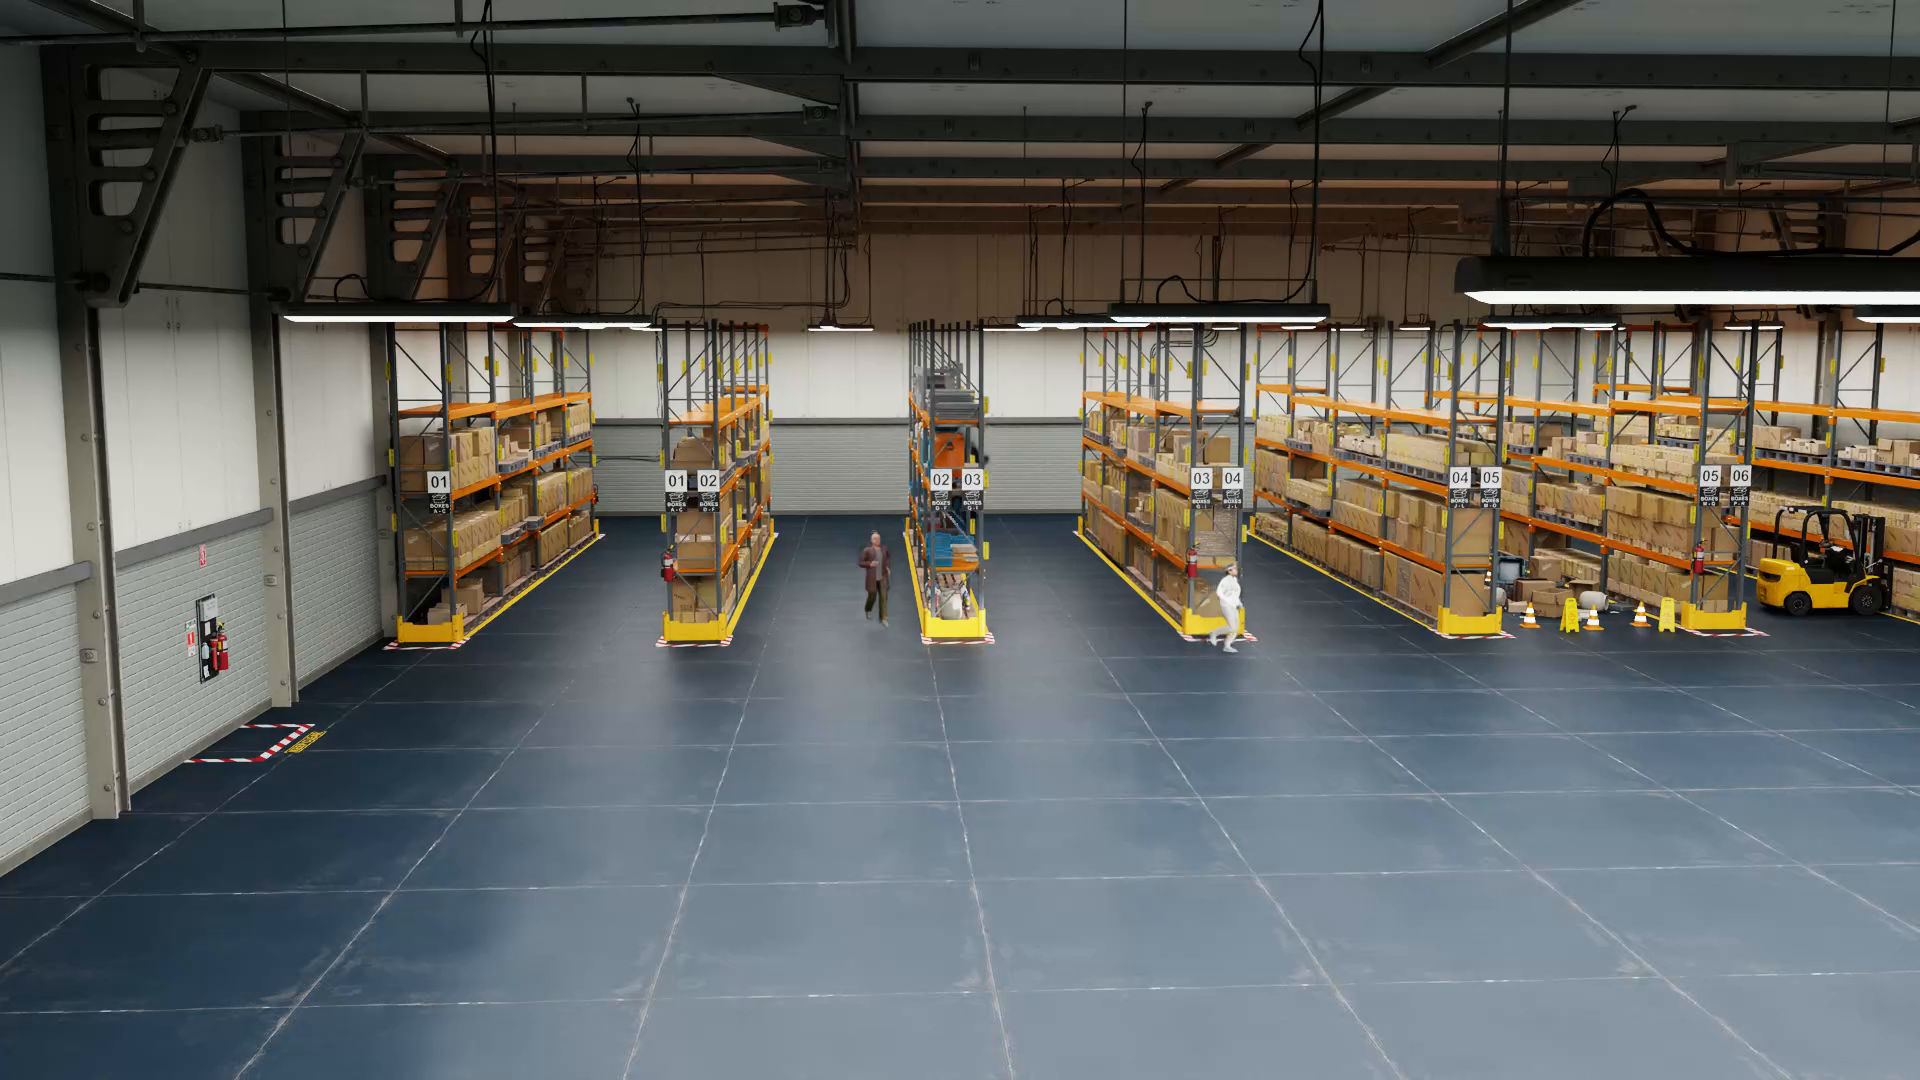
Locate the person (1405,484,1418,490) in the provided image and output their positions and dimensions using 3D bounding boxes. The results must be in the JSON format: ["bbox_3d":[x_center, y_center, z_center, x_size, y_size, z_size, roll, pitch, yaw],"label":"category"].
[{"bbox_3d":[13.429,-1.249,49.550,0.564,1.721,0.725,1,7,11],"label":"person"}]

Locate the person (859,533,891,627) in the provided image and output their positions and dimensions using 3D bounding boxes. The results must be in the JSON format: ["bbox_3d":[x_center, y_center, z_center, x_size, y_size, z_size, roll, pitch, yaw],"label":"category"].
[{"bbox_3d":[-1.609,0.847,32.174,0.712,1.564,1.037,-3,7,-20],"label":"person"}]

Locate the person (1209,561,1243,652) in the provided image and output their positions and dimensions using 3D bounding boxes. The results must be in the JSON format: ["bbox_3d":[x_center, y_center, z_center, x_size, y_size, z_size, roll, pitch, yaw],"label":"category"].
[{"bbox_3d":[4.846,1.195,30.184,0.546,1.631,0.650,5,9,35],"label":"person"}]
